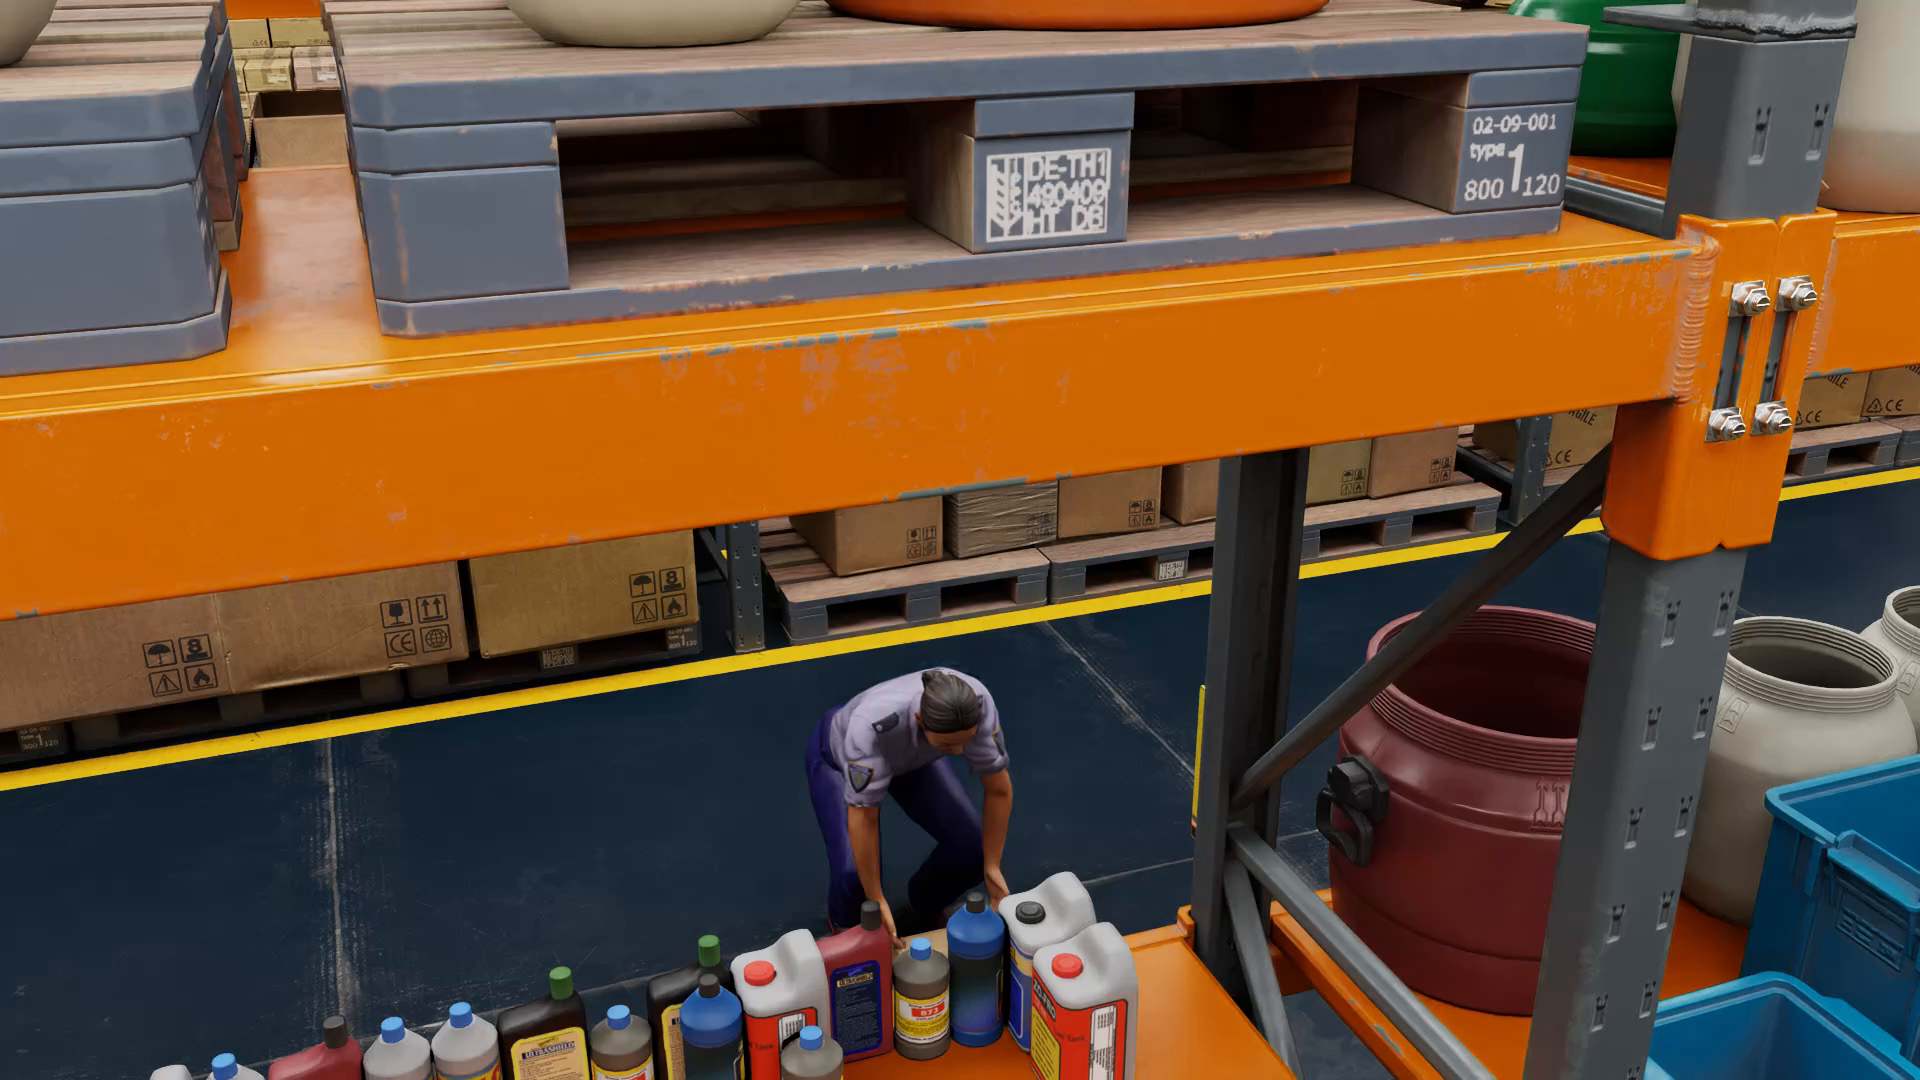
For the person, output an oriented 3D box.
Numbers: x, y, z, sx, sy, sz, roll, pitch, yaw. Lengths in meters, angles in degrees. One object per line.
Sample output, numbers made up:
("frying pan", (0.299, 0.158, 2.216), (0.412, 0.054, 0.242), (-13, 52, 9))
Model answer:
("person", (-0.157, 0.775, 4.995), (0.534, 1.086, 0.779), (-8, 24, -19))
